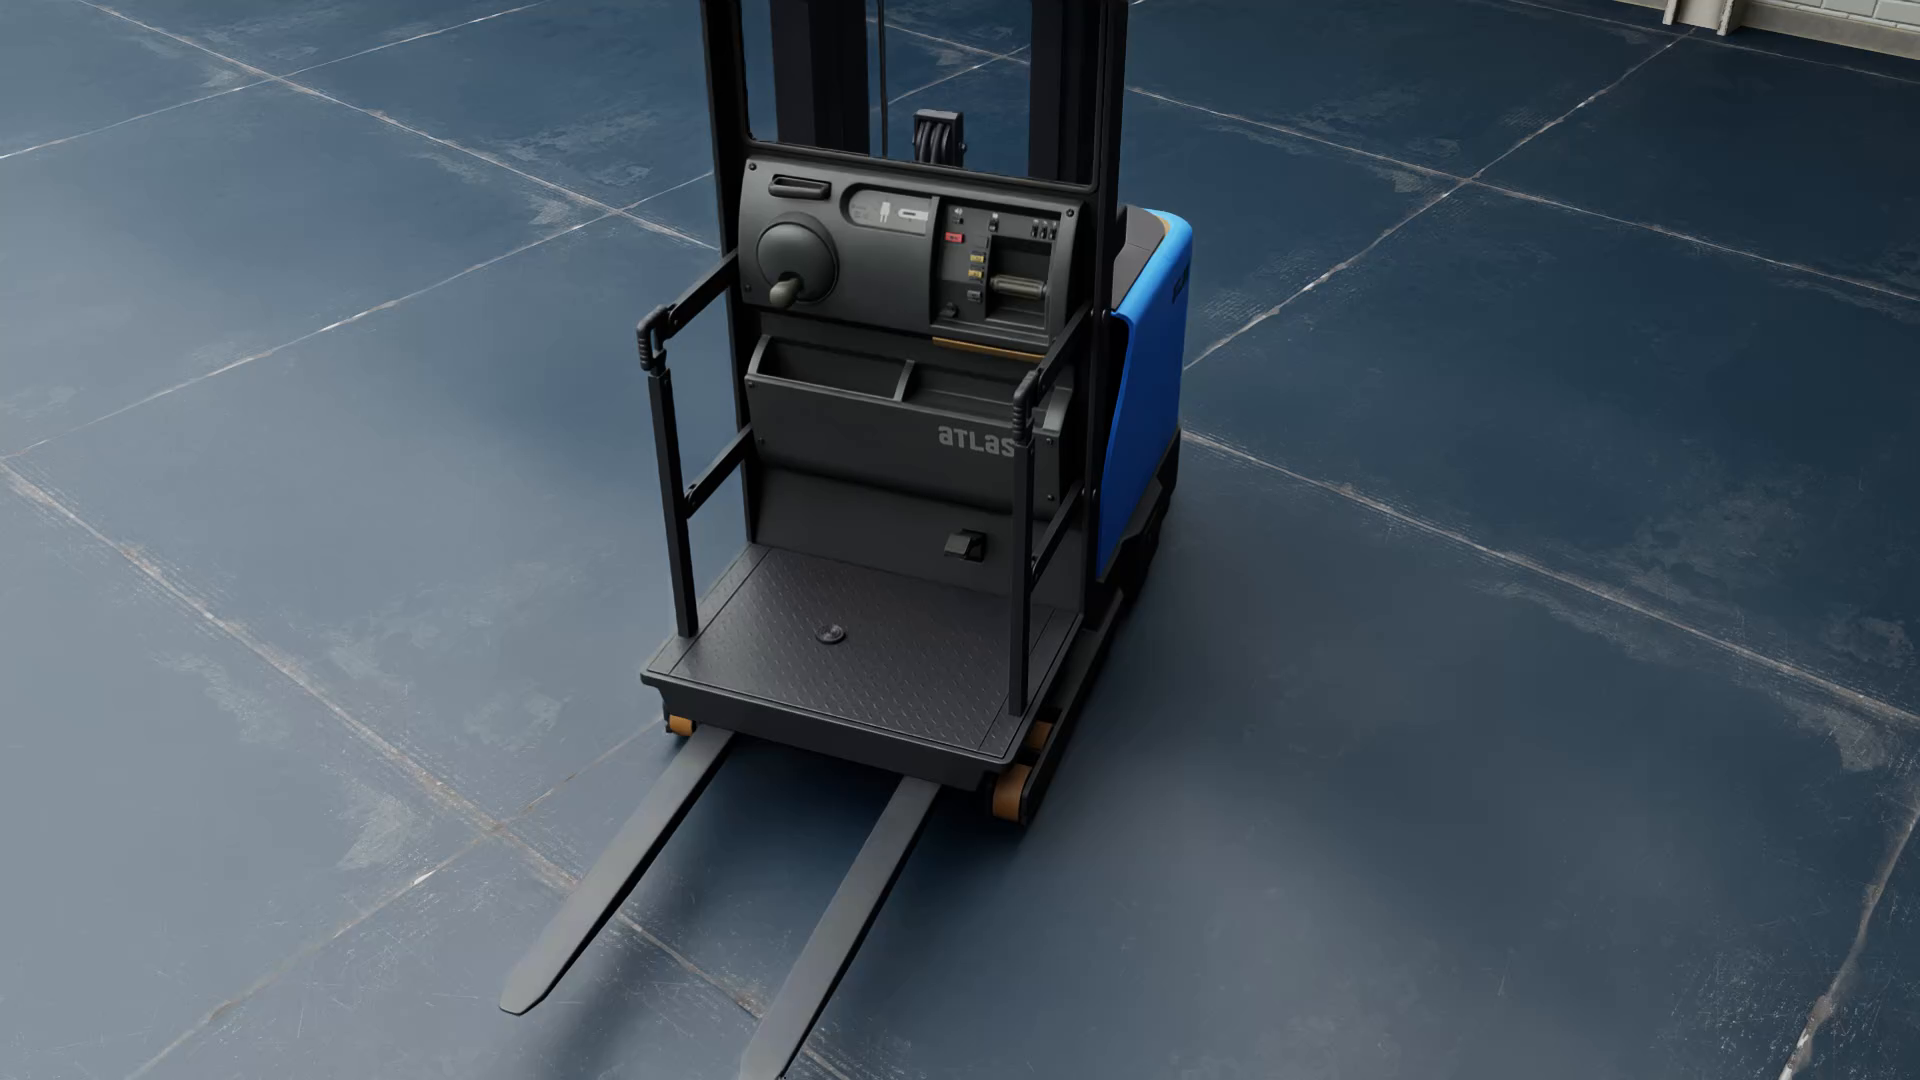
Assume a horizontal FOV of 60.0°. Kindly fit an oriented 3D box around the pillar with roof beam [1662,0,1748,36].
[{"bbox_3d":[1.931,-5.097,5.222,0.400,9.000,9.100,25,42,32],"label":"pillar with roof beam"}]

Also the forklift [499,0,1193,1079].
[{"bbox_3d":[-0.218,-0.693,4.171,1.130,2.935,3.031,12,36,17],"label":"forklift"}]
